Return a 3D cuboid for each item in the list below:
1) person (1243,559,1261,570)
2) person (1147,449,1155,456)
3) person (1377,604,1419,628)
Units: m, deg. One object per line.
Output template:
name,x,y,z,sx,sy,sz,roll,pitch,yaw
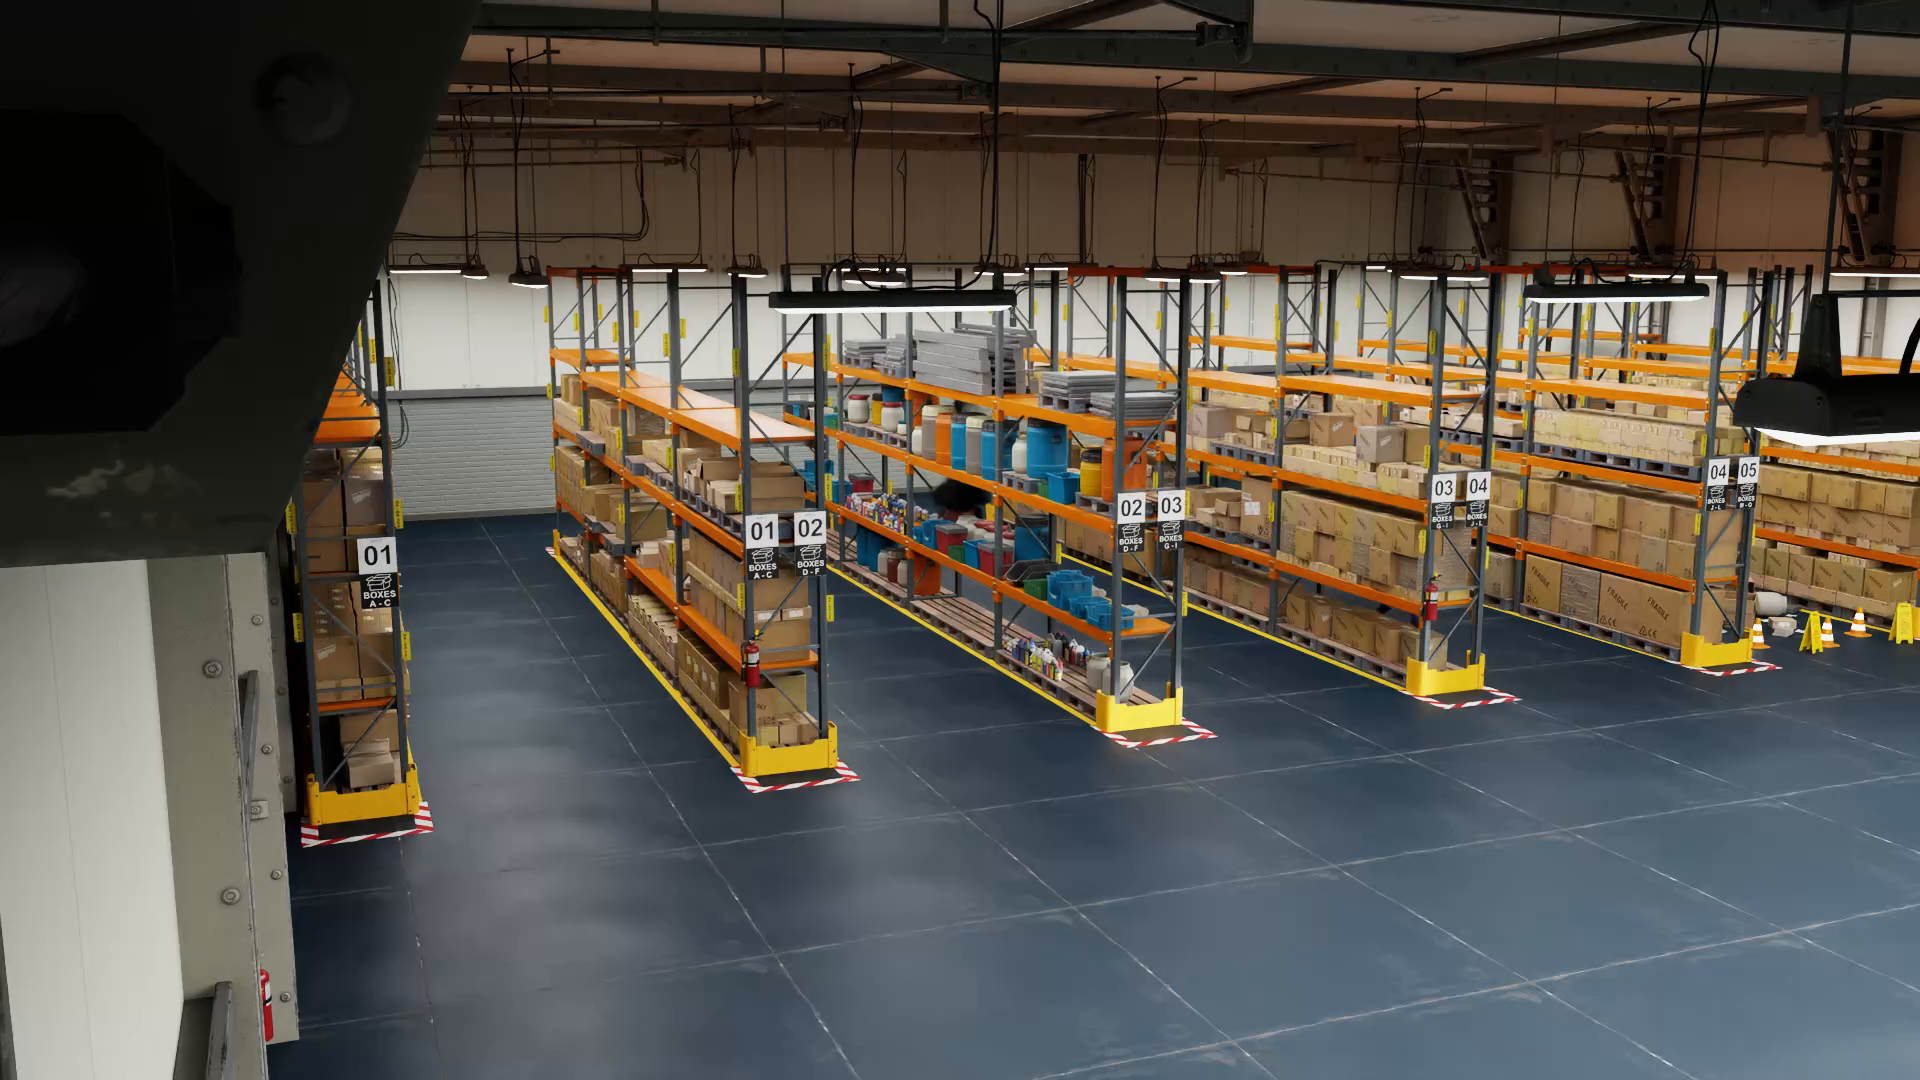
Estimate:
person,5.658,-0.001,32.033,0.509,1.604,0.667,-3,10,-18
person,4.470,-1.370,39.772,0.649,1.647,0.589,-1,10,-5
person,7.559,0.667,28.101,0.643,1.641,0.959,-7,12,-34
